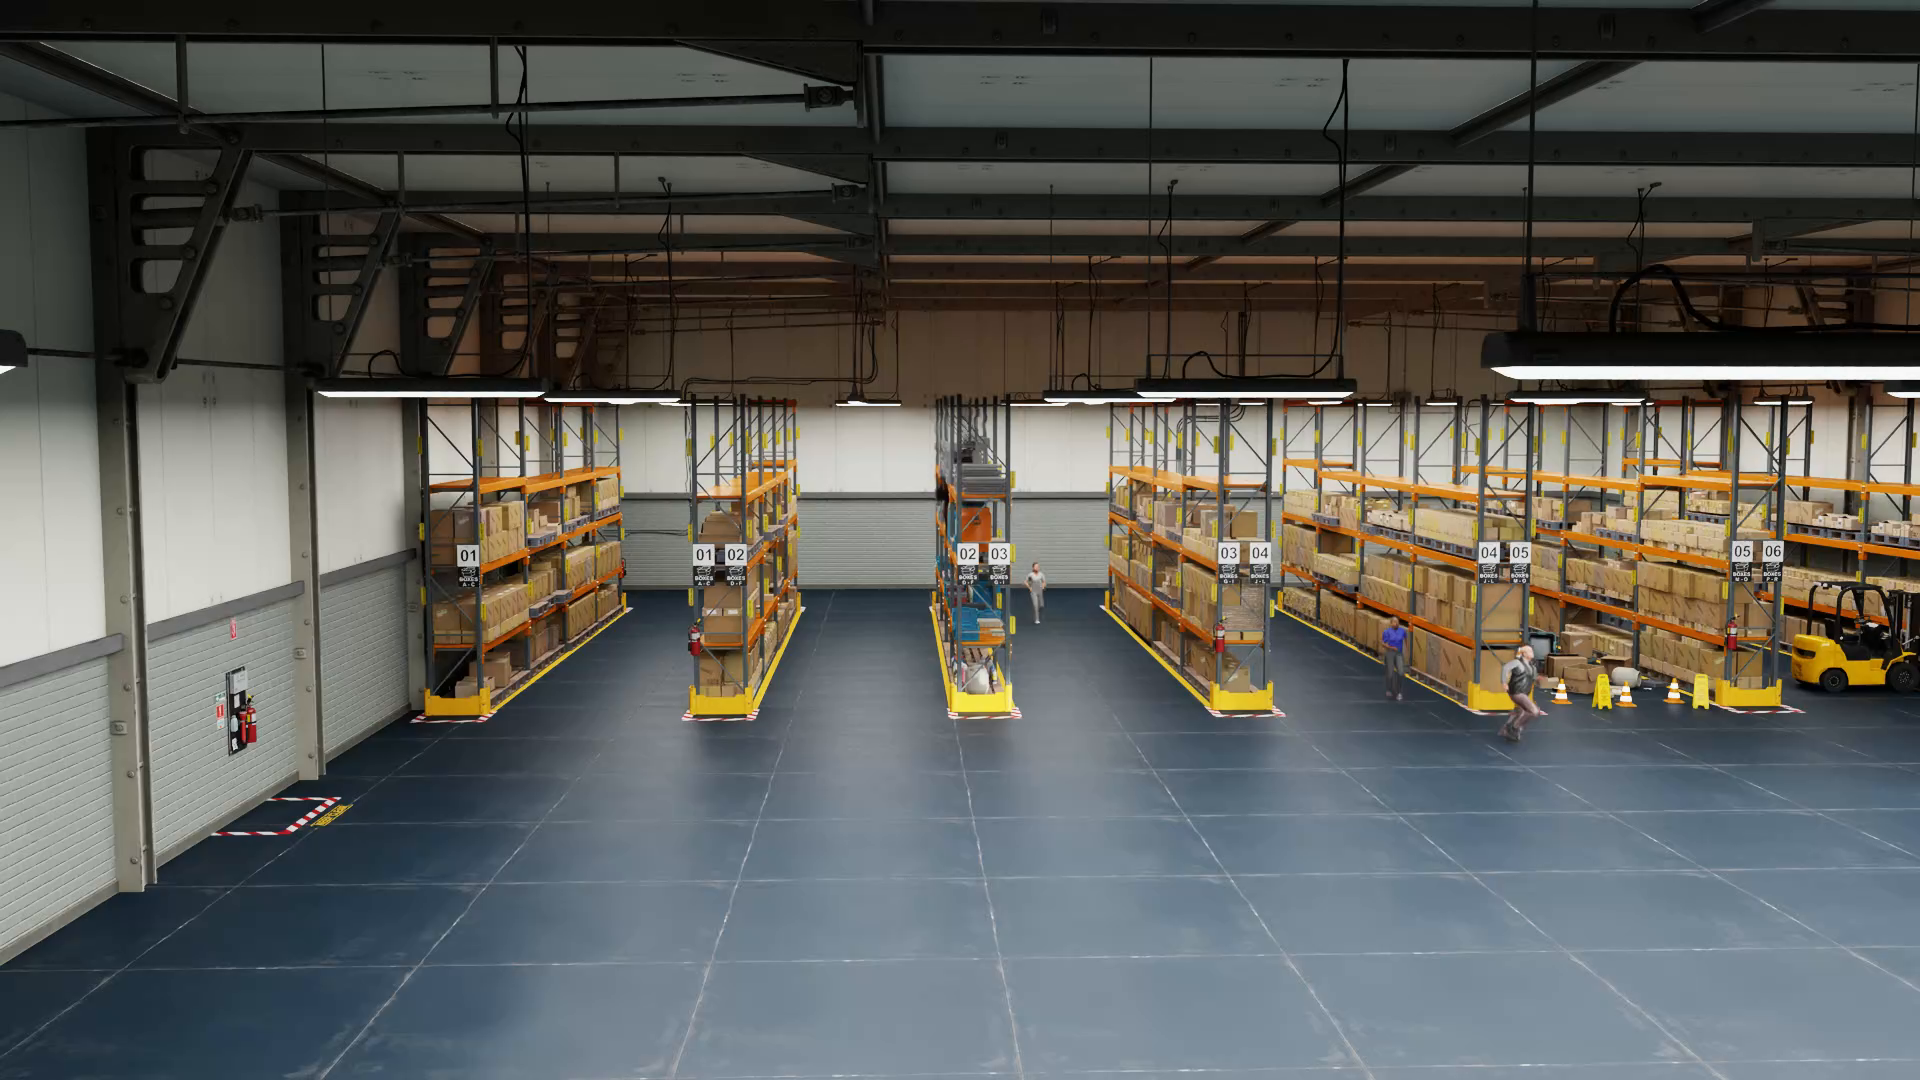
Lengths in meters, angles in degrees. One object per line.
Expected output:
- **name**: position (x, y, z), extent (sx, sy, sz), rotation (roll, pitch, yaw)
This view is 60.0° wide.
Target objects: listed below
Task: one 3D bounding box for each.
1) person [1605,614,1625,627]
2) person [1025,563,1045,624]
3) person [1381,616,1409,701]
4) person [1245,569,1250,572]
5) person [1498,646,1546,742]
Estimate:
- **person**: position (17.071, 1.432, 43.242), extent (0.668, 1.766, 0.939), rotation (-1, 5, -12)
- **person**: position (2.017, 1.412, 44.451), extent (0.566, 1.622, 0.667), rotation (-1, 5, -13)
- **person**: position (8.577, 2.400, 32.747), extent (0.589, 1.610, 0.713), rotation (0, 4, 0)
- **person**: position (8.140, 1.187, 47.496), extent (0.561, 1.581, 0.819), rotation (2, 5, 23)
- **person**: position (9.581, 2.634, 28.356), extent (0.766, 1.671, 0.690), rotation (4, 6, 41)
